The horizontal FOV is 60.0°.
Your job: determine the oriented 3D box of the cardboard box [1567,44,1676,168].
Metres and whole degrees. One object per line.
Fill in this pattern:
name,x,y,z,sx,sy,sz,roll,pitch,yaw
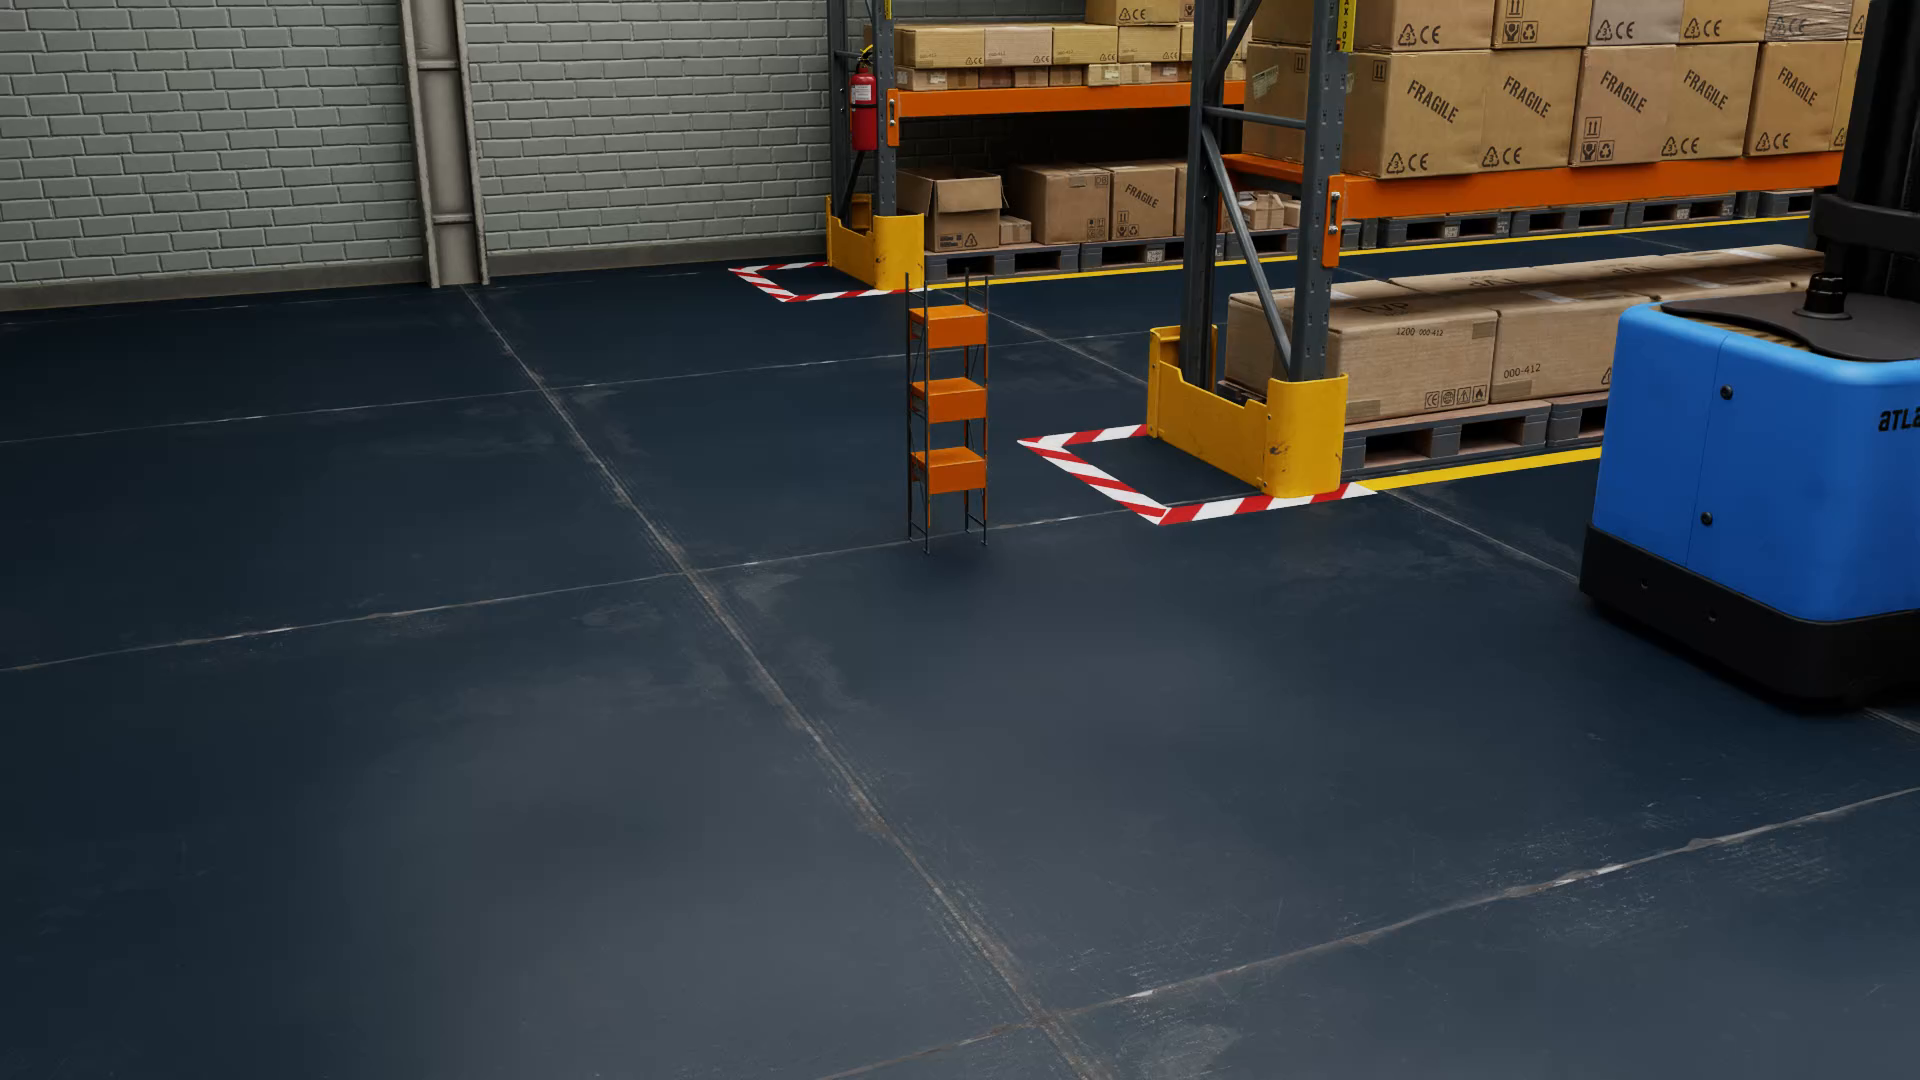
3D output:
cardboard box,2.767,-1.945,7.379,0.500,0.500,0.500,-8,21,-22

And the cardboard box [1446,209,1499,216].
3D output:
cardboard box,4.007,-2.912,13.408,0.500,0.500,0.500,-8,21,-23

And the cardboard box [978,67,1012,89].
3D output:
cardboard box,0.169,-3.233,11.566,0.250,0.149,0.380,-8,21,-23

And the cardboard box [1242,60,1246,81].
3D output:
cardboard box,2.085,-3.479,12.265,0.250,0.149,0.380,-8,21,-21

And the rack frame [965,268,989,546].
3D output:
rack frame,0.063,-0.504,6.373,0.008,1.050,0.200,-8,21,-22

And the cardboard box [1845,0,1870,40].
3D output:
cardboard box,4.165,-2.620,7.791,0.500,0.500,0.500,-8,21,-23

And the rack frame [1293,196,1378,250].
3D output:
rack frame,2.988,-3.825,12.870,0.127,3.000,1.000,-8,21,-22

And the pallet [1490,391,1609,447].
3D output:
pallet,3.107,-0.759,8.359,1.213,0.211,1.003,-8,21,-22

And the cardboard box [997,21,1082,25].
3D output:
cardboard box,0.563,-3.641,12.125,0.500,0.250,0.500,-7,21,-20

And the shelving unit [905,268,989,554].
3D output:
shelving unit,-0.049,-0.488,6.328,0.252,1.050,0.215,-8,21,-22

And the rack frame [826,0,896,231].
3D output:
rack frame,-0.684,-3.299,11.375,0.127,3.000,1.000,-8,21,-22

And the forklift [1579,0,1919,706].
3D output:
forklift,3.739,-1.164,5.415,3.031,2.935,1.130,-7,20,-18

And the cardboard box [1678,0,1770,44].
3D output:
cardboard box,3.238,-2.487,7.413,0.500,0.500,0.500,-8,21,-22

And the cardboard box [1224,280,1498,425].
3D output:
cardboard box,1.852,-0.893,7.767,0.875,0.438,0.875,-9,21,-24

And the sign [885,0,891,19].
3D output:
sign,-0.469,-3.542,10.762,0.005,0.325,0.100,-8,21,-22

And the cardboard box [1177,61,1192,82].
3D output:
cardboard box,1.580,-3.437,12.146,0.250,0.149,0.380,-8,21,-21

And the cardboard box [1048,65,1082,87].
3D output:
cardboard box,0.667,-3.284,11.711,0.250,0.149,0.380,-8,21,-21

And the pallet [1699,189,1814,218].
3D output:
pallet,7.433,-3.133,15.101,1.213,0.211,1.003,-8,21,-22

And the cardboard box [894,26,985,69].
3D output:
cardboard box,-0.161,-3.346,11.287,0.500,0.250,0.500,-8,21,-22

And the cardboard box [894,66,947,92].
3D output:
cardboard box,-0.274,-3.140,11.302,0.250,0.149,0.380,-8,21,-22

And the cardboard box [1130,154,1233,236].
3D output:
cardboard box,1.668,-2.607,12.541,0.500,0.500,0.700,-9,21,-24

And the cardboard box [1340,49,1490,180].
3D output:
cardboard box,1.840,-1.809,6.992,0.500,0.500,0.500,-8,21,-22

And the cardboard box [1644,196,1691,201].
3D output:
cardboard box,5.894,-3.187,14.188,0.500,0.500,0.500,-8,21,-23

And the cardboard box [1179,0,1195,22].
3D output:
cardboard box,1.516,-4.134,12.395,0.500,0.500,0.500,-9,21,-23

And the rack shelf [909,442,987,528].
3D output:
rack shelf,-0.049,-0.216,6.423,0.240,0.259,0.215,-8,21,-22

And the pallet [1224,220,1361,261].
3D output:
pallet,2.357,-2.420,13.077,1.213,0.211,1.003,-8,21,-22

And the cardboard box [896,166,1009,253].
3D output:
cardboard box,-0.085,-2.371,11.867,0.637,0.503,0.797,-9,21,-24

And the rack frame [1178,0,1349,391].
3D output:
rack frame,1.285,-1.786,7.078,0.127,3.000,1.000,-8,21,-22

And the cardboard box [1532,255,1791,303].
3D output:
cardboard box,3.517,-1.134,8.451,0.875,0.438,0.875,-9,21,-24

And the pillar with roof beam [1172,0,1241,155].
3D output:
pillar with roof beam,3.697,-5.525,8.665,0.400,9.000,9.100,-8,21,-22

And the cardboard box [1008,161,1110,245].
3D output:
cardboard box,0.715,-2.470,12.153,0.500,0.500,0.700,-7,21,-20

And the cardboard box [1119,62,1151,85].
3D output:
cardboard box,1.162,-3.335,11.856,0.250,0.149,0.380,-8,21,-21

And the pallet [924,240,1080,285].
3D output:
pallet,0.117,-2.099,12.166,1.213,0.211,1.003,-8,21,-22

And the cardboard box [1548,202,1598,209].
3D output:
cardboard box,4.945,-3.043,13.779,0.500,0.500,0.500,-9,21,-24

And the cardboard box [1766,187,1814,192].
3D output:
cardboard box,7.239,-3.507,14.910,0.625,0.625,0.875,-7,21,-20

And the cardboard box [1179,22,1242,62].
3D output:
cardboard box,1.700,-3.621,12.069,0.500,0.250,0.500,-8,21,-22

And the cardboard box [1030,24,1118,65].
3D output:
cardboard box,0.766,-3.480,11.668,0.500,0.250,0.500,-9,21,-23

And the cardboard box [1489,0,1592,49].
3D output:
cardboard box,2.310,-2.351,7.027,0.500,0.500,0.500,-9,21,-23

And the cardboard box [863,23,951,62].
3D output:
cardboard box,-0.367,-3.510,11.752,0.500,0.250,0.500,-8,21,-20

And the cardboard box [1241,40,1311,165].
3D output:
cardboard box,1.623,-1.977,7.470,0.500,0.500,0.500,-8,21,-22

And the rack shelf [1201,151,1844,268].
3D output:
rack shelf,3.122,-1.710,7.944,4.000,0.370,1.077,-8,21,-22

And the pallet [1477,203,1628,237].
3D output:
pallet,4.842,-2.790,14.129,1.213,0.211,1.003,-8,21,-22

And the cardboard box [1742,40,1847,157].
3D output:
cardboard box,3.707,-2.080,7.763,0.500,0.500,0.500,-8,21,-23

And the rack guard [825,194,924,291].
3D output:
rack guard,-0.615,-2.130,11.819,0.348,0.500,1.175,-8,21,-22

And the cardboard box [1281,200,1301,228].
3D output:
cardboard box,2.593,-2.516,12.811,0.250,0.149,0.380,-9,21,-24
